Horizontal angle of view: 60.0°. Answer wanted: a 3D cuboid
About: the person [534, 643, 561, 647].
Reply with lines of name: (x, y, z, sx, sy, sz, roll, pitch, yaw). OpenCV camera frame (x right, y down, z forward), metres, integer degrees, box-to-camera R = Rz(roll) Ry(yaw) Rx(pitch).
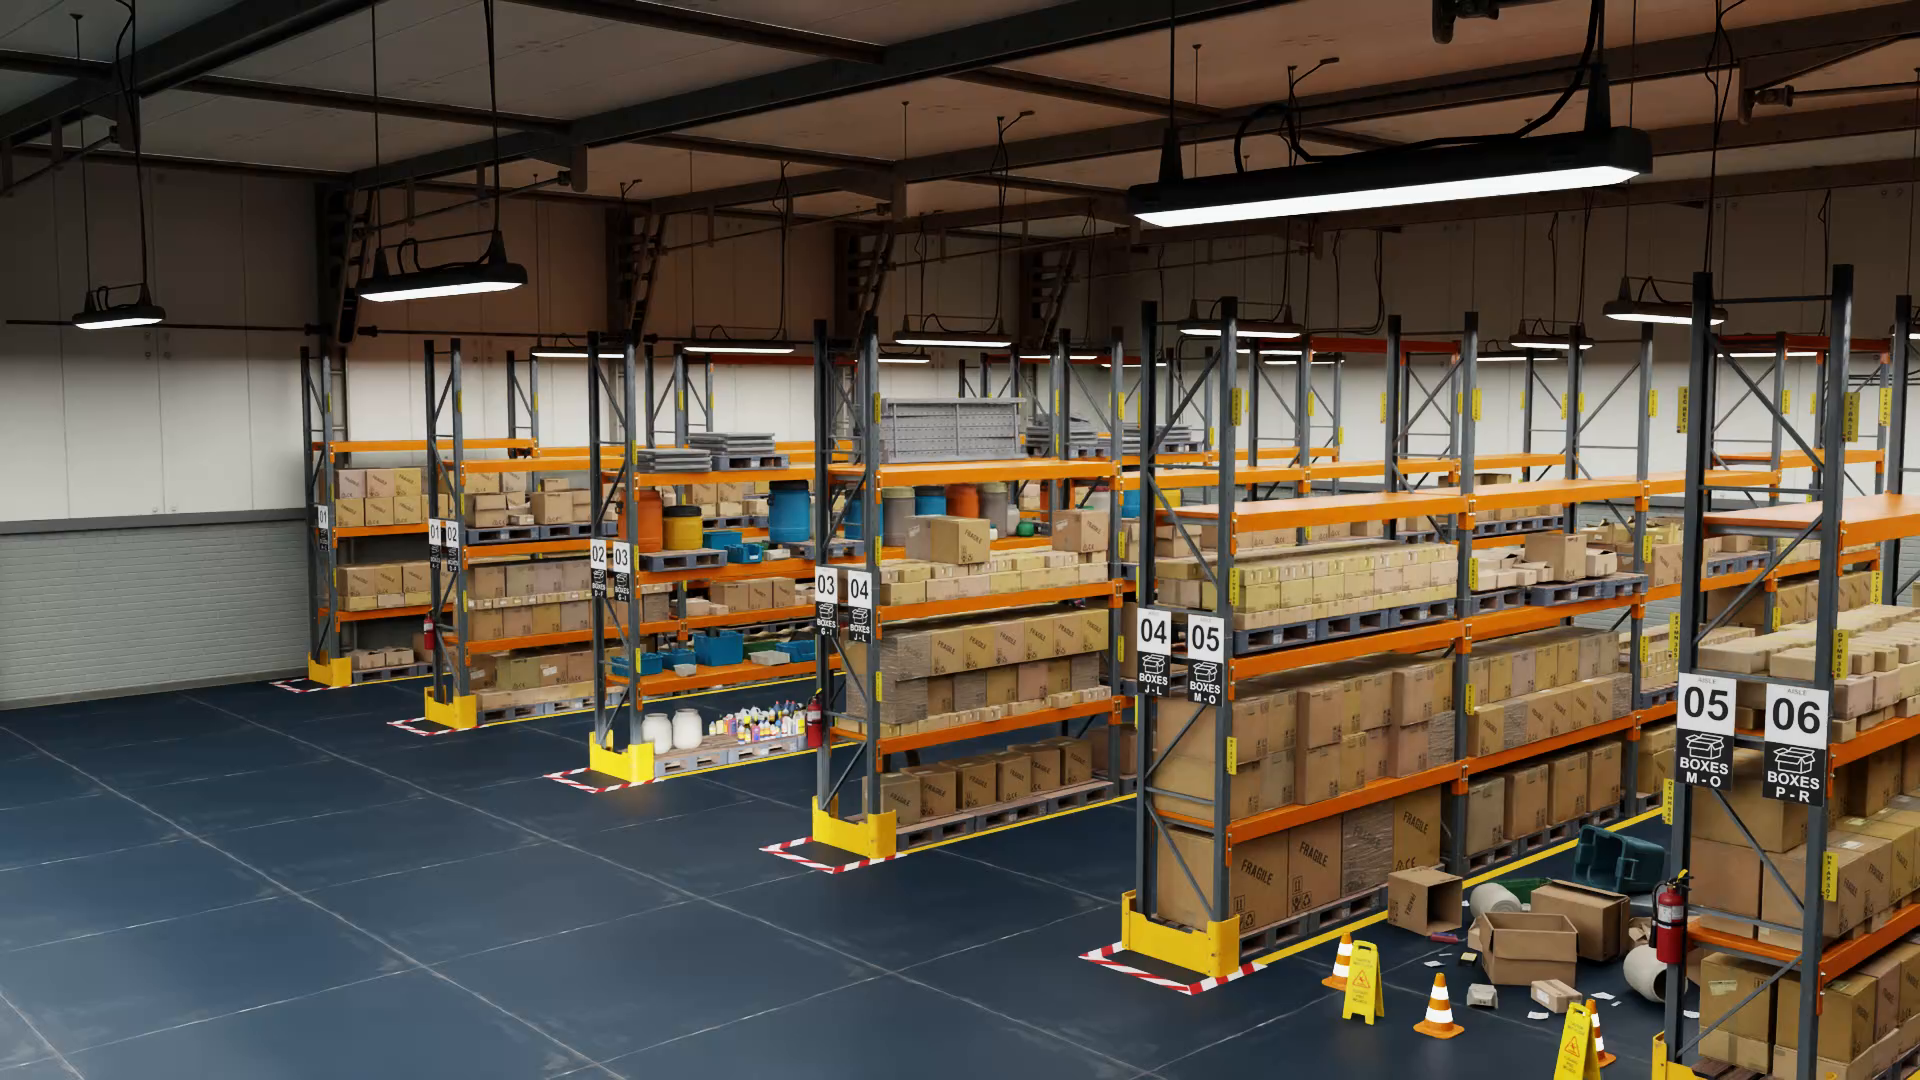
person: (-7.186, 1.801, 29.081, 0.571, 1.647, 0.592, 4, 6, 39)

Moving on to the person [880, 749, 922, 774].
person: (-0.874, 2.357, 22.103, 0.846, 1.818, 0.617, -4, 7, -40)
